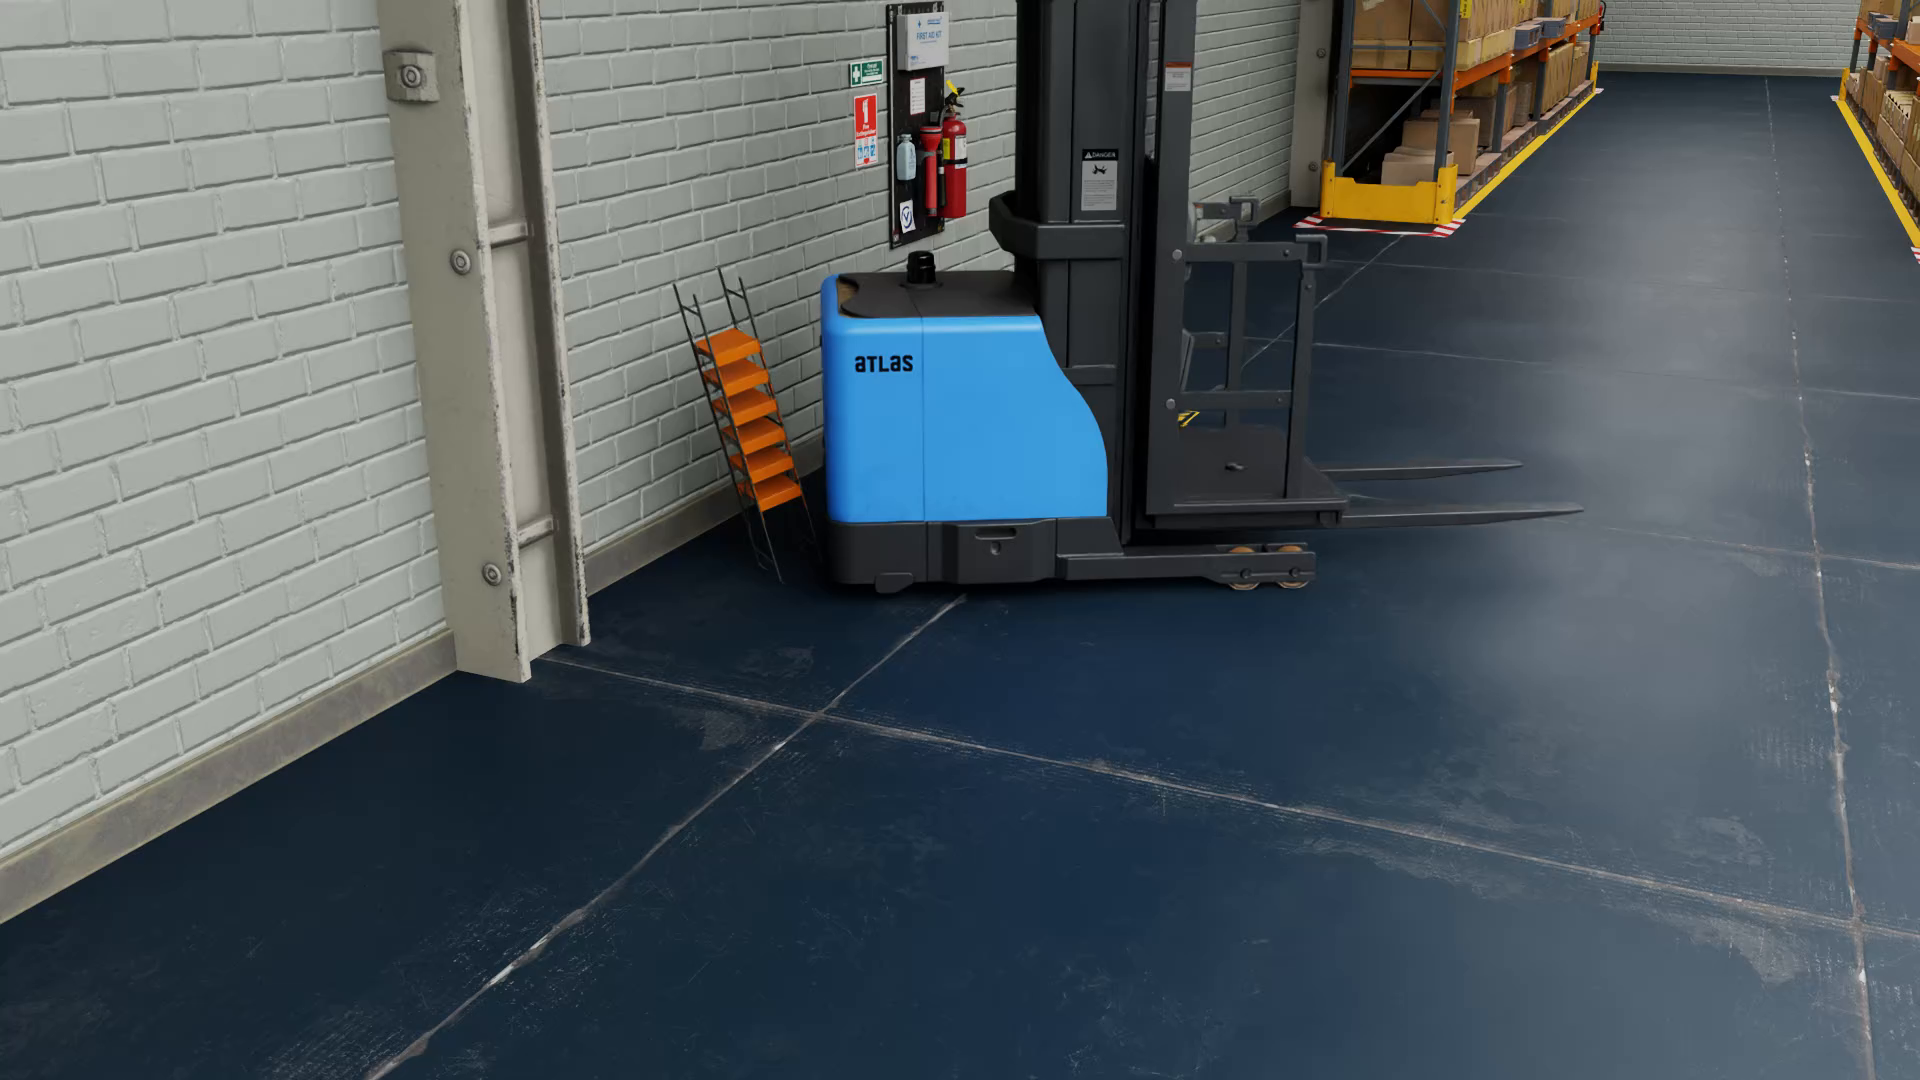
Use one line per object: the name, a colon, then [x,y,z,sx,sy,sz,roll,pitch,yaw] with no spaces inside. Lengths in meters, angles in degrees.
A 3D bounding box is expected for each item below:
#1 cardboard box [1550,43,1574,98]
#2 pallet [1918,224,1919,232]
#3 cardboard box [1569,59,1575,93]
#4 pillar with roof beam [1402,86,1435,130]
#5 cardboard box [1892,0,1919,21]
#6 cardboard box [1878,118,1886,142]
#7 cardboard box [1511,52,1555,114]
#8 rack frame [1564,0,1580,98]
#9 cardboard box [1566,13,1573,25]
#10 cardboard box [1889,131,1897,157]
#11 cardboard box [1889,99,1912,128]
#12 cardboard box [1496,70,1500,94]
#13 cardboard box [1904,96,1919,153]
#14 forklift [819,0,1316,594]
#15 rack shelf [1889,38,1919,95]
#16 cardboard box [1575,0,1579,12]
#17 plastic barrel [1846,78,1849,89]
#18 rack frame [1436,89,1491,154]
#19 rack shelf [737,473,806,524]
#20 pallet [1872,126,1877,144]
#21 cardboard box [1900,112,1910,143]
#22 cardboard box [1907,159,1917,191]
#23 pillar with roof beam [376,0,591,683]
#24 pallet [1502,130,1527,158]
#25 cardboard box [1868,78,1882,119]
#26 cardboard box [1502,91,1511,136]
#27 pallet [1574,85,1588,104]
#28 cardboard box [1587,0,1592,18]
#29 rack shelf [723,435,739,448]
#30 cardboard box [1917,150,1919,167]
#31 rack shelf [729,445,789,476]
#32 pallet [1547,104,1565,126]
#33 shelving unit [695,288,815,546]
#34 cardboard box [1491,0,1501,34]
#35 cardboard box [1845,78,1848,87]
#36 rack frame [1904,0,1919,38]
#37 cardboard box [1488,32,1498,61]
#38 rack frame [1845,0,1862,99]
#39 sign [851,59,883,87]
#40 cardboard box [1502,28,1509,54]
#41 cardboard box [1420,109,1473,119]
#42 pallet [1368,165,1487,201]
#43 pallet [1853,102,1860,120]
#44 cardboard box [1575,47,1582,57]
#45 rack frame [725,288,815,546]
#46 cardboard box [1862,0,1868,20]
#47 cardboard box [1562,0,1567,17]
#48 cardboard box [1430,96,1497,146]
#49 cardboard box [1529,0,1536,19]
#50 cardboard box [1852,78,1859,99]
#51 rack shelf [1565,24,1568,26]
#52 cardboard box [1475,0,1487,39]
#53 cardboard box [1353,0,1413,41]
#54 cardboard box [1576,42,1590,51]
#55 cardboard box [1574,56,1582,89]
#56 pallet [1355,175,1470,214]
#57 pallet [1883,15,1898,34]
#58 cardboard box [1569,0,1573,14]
cardboard box: [8.644,-6.984,24.713,0.750,0.750,0.750,9,21,23]
pallet: [8.674,-2.595,13.950,1.003,0.211,1.213,9,21,23]
cardboard box: [9.192,-7.251,25.984,0.700,0.500,0.500,9,21,23]
pillar with roof beam: [9.760,-8.750,18.144,9.100,9.000,0.400,9,21,23]
cardboard box: [11.830,-6.568,20.184,0.700,0.500,0.500,2,20,4]
cardboard box: [10.987,-4.743,19.307,0.500,0.250,0.500,8,21,21]
cardboard box: [7.513,-6.405,22.415,0.885,1.199,0.750,8,21,22]
rack frame: [8.792,-8.016,25.032,1.000,3.000,0.127,9,21,23]
cardboard box: [8.628,-7.523,23.990,0.380,0.149,0.250,9,21,23]
cardboard box: [10.360,-4.272,17.980,0.500,0.250,0.500,9,21,24]
cardboard box: [10.564,-4.687,18.311,0.500,0.311,0.500,8,21,22]
cardboard box: [6.189,-5.475,19.843,0.500,0.250,0.500,8,21,21]
cardboard box: [9.561,-4.049,16.234,0.500,0.500,0.500,9,21,23]
forklift: [0.962,-1.360,6.419,3.031,2.935,1.130,-2,20,-5]
rack shelf: [10.856,-5.164,18.087,1.077,0.370,4.000,9,21,23]
cardboard box: [8.833,-8.037,24.468,0.500,0.500,0.500,8,21,22]
plastic barrel: [14.612,-6.899,20.517,5.570,3.481,10.597,9,21,23]
rack frame: [5.519,-5.570,18.154,0.949,2.616,0.053,9,21,23]
rack shelf: [-0.740,-0.175,6.478,0.180,0.103,0.258,-24,28,-21]
pallet: [12.015,-5.024,20.780,1.003,0.211,1.213,9,21,23]
cardboard box: [9.941,-4.222,17.003,0.500,0.311,0.500,9,21,23]
cardboard box: [9.151,-3.390,15.501,0.500,0.250,0.500,9,21,23]
pillar with roof beam: [2.389,-3.248,2.672,9.100,9.000,0.400,9,21,23]
pallet: [6.332,-4.869,20.345,1.003,0.211,1.213,9,21,23]
cardboard box: [12.265,-5.782,21.824,0.500,0.500,0.500,8,21,21]
cardboard box: [6.214,-5.143,20.026,0.700,0.500,0.500,9,21,23]
pallet: [9.673,-7.298,27.175,1.003,0.211,1.213,9,21,23]
cardboard box: [9.622,-8.767,26.696,0.980,0.700,0.700,7,21,20]
rack shelf: [-0.796,-0.403,6.366,0.166,0.020,0.199,-24,28,-21]
cardboard box: [8.949,-3.590,14.944,0.500,0.500,0.500,9,21,23]
rack shelf: [-0.772,-0.304,6.414,0.171,0.034,0.221,-24,28,-21]
pallet: [8.046,-6.082,23.755,1.003,0.211,1.213,9,21,23]
shelving unit: [-0.800,-0.425,6.355,0.183,1.046,0.258,-24,28,-21]
cardboard box: [4.977,-5.211,16.219,0.500,0.500,0.500,9,22,24]
cardboard box: [14.466,-7.343,26.739,0.380,0.149,0.250,9,21,23]
rack frame: [11.672,-6.115,19.687,0.949,2.616,0.053,9,21,23]
cardboard box: [4.990,-4.862,16.357,0.500,0.250,0.500,9,21,23]
rack frame: [14.951,-8.560,26.562,1.000,3.000,0.127,9,21,23]
sign: [-0.439,-2.208,7.856,0.001,0.109,0.331,9,21,23]
cardboard box: [5.387,-5.172,17.228,0.500,0.250,0.500,9,21,23]
cardboard box: [5.127,-4.277,17.593,0.500,0.500,0.500,7,21,19]
pallet: [4.775,-3.672,16.979,1.003,0.211,1.213,9,21,23]
pallet: [13.595,-6.233,24.181,1.003,0.211,1.213,9,21,23]
cardboard box: [9.712,-7.796,26.548,0.380,0.149,0.250,8,21,21]
rack frame: [-0.722,-0.459,6.386,0.002,1.046,0.228,-24,28,-21]
cardboard box: [14.114,-8.196,25.390,0.500,0.500,0.500,8,21,23]
cardboard box: [8.013,-7.414,22.715,0.500,0.500,0.500,8,21,22]
cardboard box: [5.802,-4.827,19.140,0.700,0.500,0.500,9,22,25]
cardboard box: [6.766,-6.728,20.605,0.700,0.500,0.500,6,21,18]
cardboard box: [13.594,-6.720,24.745,0.500,0.311,0.500,9,21,23]
rack shelf: [7.973,-7.158,23.401,0.919,0.124,3.809,9,21,23]
cardboard box: [4.559,-4.894,15.329,0.500,0.500,0.500,9,21,23]
cardboard box: [3.877,-4.813,15.101,0.500,0.500,0.500,8,21,22]
cardboard box: [10.348,-8.273,27.889,0.380,0.149,0.250,8,21,22]
cardboard box: [9.613,-7.560,26.855,0.700,0.500,0.500,9,22,24]
pallet: [4.274,-3.301,15.935,1.003,0.211,1.213,9,21,23]
pallet: [12.467,-6.619,21.391,1.003,0.211,1.213,9,21,23]
cardboard box: [8.419,-7.727,23.597,0.500,0.500,0.500,9,21,23]
